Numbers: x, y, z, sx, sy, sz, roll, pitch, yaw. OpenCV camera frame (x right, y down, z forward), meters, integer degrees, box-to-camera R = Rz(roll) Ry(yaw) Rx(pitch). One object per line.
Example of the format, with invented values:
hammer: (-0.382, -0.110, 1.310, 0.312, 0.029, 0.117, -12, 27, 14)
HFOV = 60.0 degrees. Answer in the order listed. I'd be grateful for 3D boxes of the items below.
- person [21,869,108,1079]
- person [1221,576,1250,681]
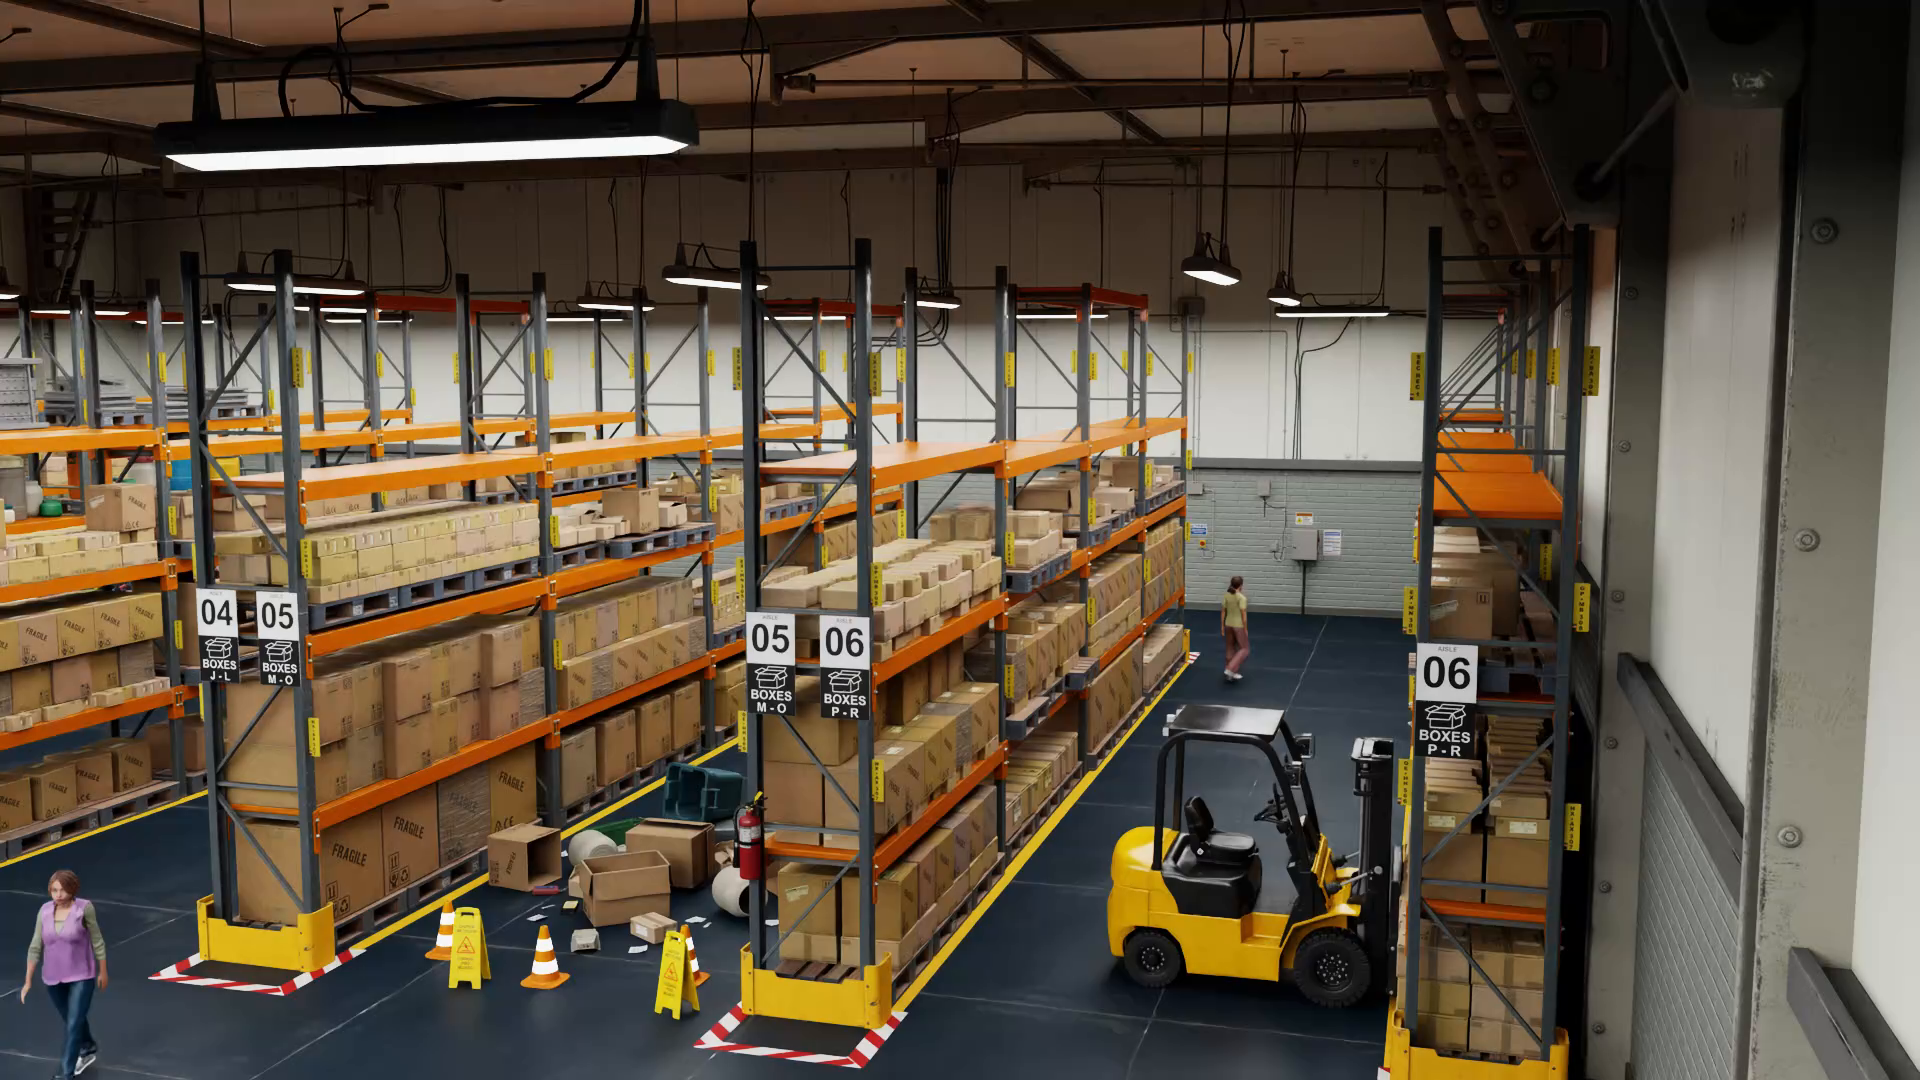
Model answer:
person: (-6.270, 3.096, 11.628, 0.463, 1.532, 0.847, 0, 6, -3)
person: (4.302, 1.407, 26.205, 0.524, 1.671, 0.485, -6, 9, -43)
